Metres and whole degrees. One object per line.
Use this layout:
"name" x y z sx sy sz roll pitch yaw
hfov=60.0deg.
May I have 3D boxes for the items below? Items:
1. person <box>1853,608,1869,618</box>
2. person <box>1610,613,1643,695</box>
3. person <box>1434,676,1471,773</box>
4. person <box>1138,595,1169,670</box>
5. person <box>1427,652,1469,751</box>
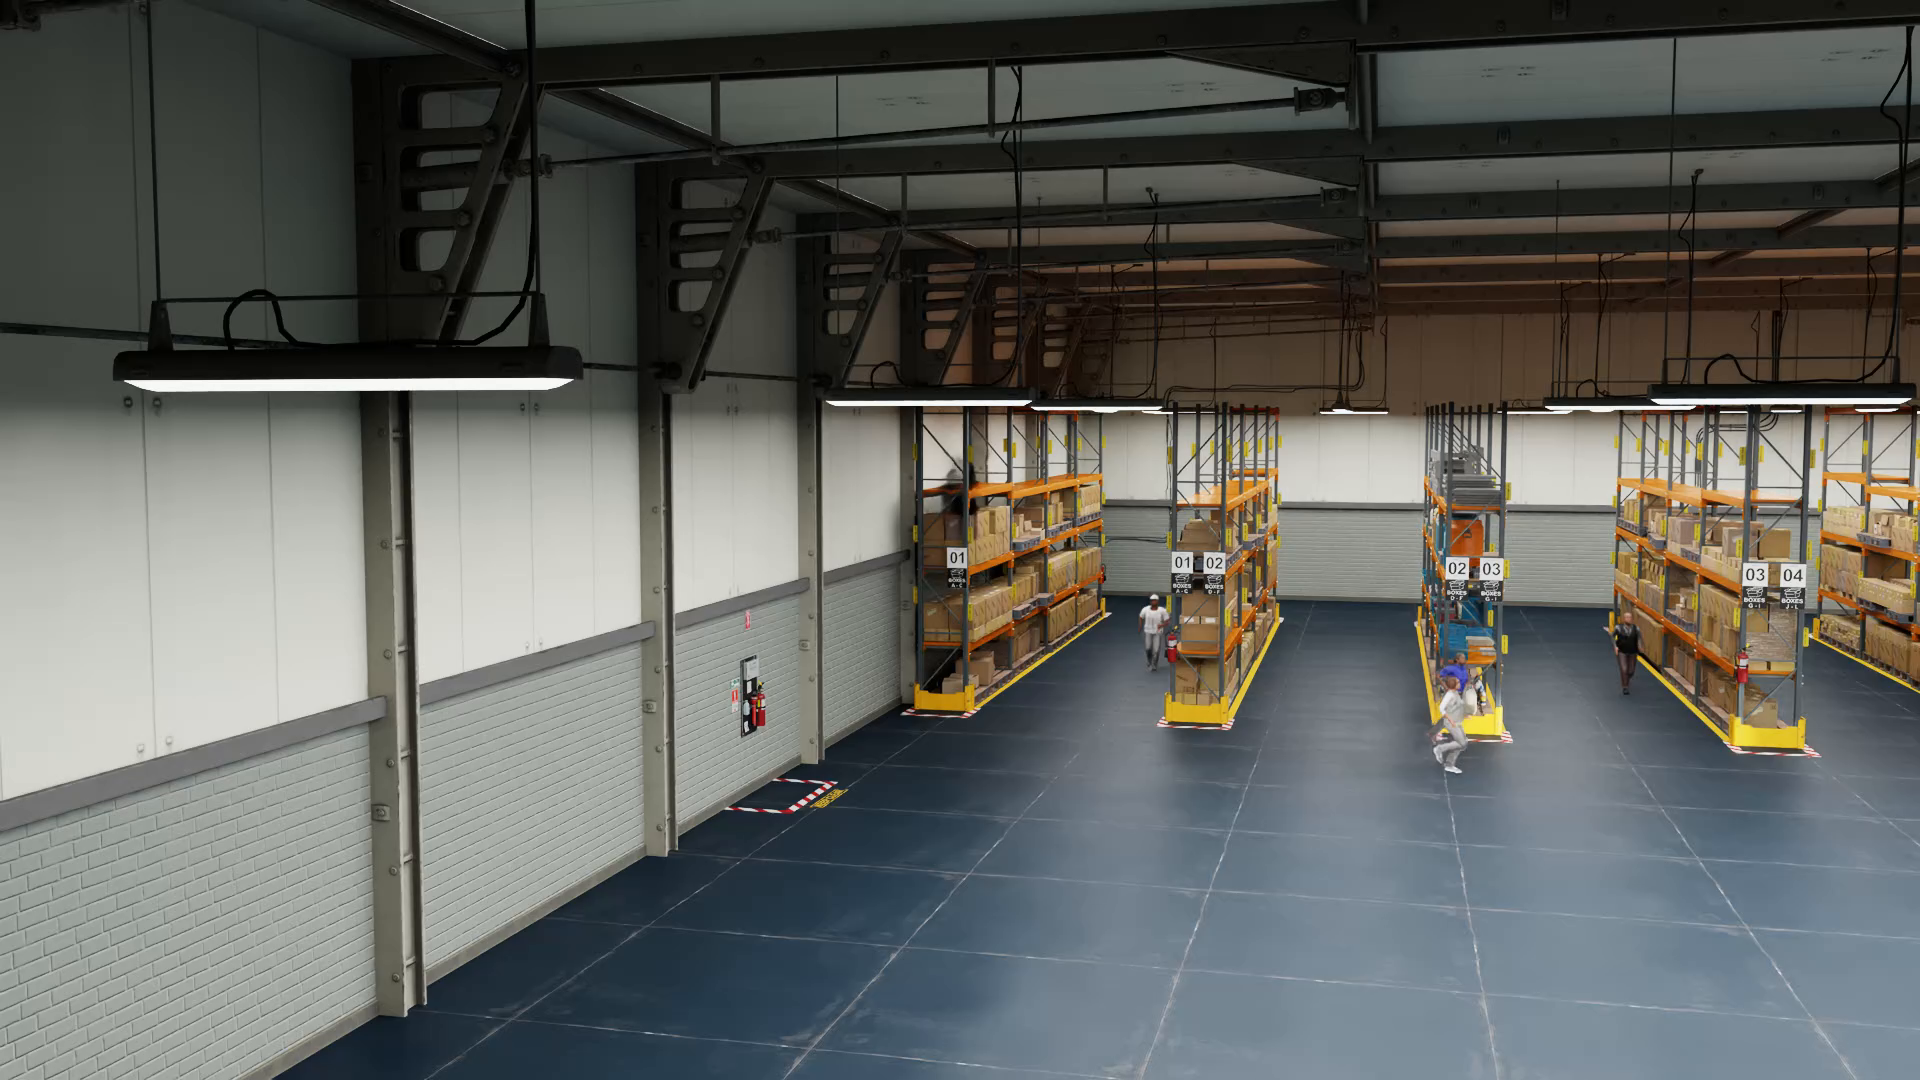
"person" 23.884 1.692 44.078 0.712 1.592 0.626 -2 5 -30
"person" 13.845 2.338 34.581 0.645 1.682 0.751 1 4 11
"person" 7.944 2.973 26.806 0.545 1.555 0.536 3 5 34
"person" 4.361 2.091 37.516 0.706 1.720 0.575 1 4 12
"person" 8.566 2.787 28.935 0.595 1.699 0.792 -4 6 -41
